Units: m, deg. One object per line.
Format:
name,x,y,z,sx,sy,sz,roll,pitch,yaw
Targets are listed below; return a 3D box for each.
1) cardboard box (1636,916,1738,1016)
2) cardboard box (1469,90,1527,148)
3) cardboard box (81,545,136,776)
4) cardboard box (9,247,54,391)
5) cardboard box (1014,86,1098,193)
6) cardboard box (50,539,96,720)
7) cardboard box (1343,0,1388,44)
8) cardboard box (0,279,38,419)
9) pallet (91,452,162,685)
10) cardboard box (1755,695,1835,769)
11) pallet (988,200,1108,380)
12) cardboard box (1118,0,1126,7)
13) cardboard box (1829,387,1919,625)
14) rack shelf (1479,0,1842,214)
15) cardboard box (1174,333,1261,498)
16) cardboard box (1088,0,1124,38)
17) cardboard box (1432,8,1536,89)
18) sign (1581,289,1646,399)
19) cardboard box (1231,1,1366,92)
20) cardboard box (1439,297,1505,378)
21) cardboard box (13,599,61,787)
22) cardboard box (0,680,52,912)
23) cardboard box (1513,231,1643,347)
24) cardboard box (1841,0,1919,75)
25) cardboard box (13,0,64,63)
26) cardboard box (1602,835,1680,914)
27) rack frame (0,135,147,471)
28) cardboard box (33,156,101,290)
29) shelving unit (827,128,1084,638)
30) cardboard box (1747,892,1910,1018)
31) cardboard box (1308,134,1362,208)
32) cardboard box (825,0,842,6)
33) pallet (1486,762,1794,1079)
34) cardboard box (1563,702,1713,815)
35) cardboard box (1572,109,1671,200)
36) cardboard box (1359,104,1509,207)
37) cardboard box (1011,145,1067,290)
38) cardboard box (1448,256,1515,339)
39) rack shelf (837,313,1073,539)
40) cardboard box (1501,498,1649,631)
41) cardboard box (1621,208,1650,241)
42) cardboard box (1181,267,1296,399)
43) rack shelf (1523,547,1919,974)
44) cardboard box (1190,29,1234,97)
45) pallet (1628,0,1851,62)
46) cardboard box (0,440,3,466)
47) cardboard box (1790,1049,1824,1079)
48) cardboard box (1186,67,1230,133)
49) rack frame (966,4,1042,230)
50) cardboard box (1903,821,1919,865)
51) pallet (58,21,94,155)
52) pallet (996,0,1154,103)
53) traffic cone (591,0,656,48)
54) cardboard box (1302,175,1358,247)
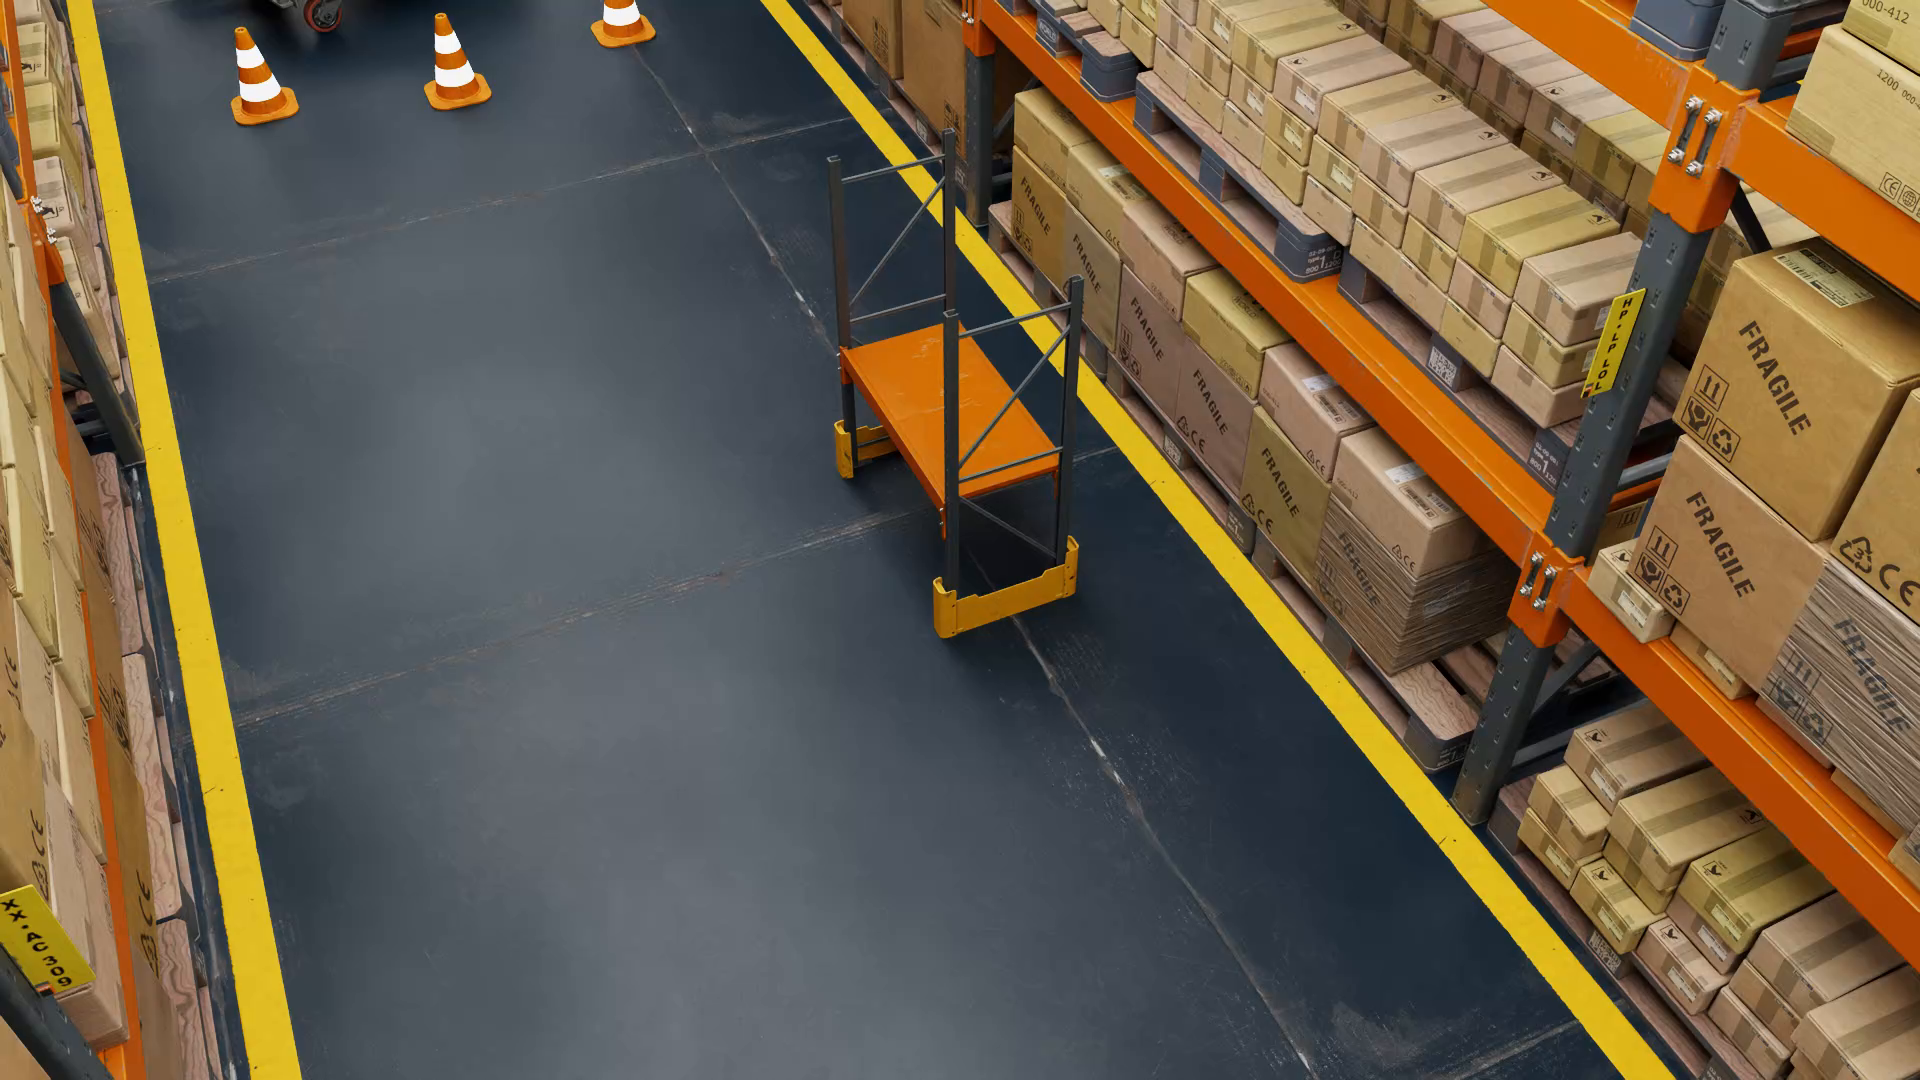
cardboard box,2.316,1.246,5.082,0.380,0.149,0.250,-18,47,-18
cardboard box,1.997,-1.477,5.779,0.380,0.149,0.250,-16,47,-16
cardboard box,-3.354,0.360,5.463,0.875,0.875,0.875,-17,47,-17
cardboard box,-3.263,-0.661,5.392,0.500,0.250,0.500,-17,47,-17
cardboard box,0.579,-1.823,7.409,0.500,0.250,0.500,-20,48,-19
cardboard box,-2.624,0.302,4.415,0.500,0.250,0.500,-18,48,-18
cardboard box,1.674,-1.972,6.281,0.380,0.149,0.250,-17,47,-16
cardboard box,-3.053,-0.526,4.899,0.500,0.250,0.500,-19,48,-18
pallet,-3.677,0.236,6.361,1.003,0.211,1.213,-18,47,-17
cardboard box,2.348,0.405,4.383,0.380,0.149,0.250,-20,48,-19
pallet,0.836,-1.317,7.934,1.003,0.211,1.213,-18,47,-17
cardboard box,0.761,-2.265,6.578,0.380,0.149,0.250,-19,48,-19
cardboard box,2.391,-0.071,3.691,0.500,0.500,0.500,-19,48,-19
rack shelf,1.349,-2.345,5.367,1.077,0.370,4.000,-18,47,-17
cardboard box,1.223,-0.571,6.673,0.500,0.500,0.500,-19,48,-18
cardboard box,0.740,-2.180,6.704,0.380,0.149,0.250,-16,47,-15
cardboard box,1.897,-1.741,5.835,0.380,0.149,0.250,-16,47,-16
sign,1.688,-0.505,4.301,0.100,0.325,0.005,-18,47,-17
cardboard box,1.183,-1.731,5.825,0.380,0.149,0.250,-19,48,-18
cardboard box,1.734,-0.679,5.182,0.380,0.149,0.250,-18,47,-17
cardboard box,-2.432,0.455,3.904,0.500,0.250,0.500,-17,47,-17
cardboard box,-2.183,0.511,3.314,0.500,0.500,0.500,-18,47,-17
cardboard box,1.844,-0.729,4.809,0.380,0.149,0.250,-16,47,-16
cardboard box,2.175,-1.073,3.317,0.500,0.250,0.500,-17,47,-16
cardboard box,-5.399,-2.711,8.934,0.950,0.372,0.625,-17,47,-17
cardboard box,2.240,0.961,5.159,0.380,0.149,0.250,-18,47,-17
rack frame,-3.940,-1.281,5.913,1.000,3.000,0.127,-18,47,-17
cardboard box,-4.486,-1.326,7.530,0.950,0.372,0.625,-19,48,-18
shelving unit,-0.032,-0.582,6.272,0.587,1.500,1.083,-18,47,-17
cardboard box,2.491,1.175,4.731,0.380,0.149,0.250,-19,48,-18
cardboard box,1.403,-1.285,5.585,0.380,0.149,0.250,-20,48,-19
cardboard box,-0.429,-3.720,9.688,1.050,0.750,0.750,-18,47,-17
pallet,2.505,1.152,5.433,1.003,0.211,1.213,-18,47,-17
cardboard box,2.147,0.676,5.237,0.380,0.149,0.250,-16,47,-16
cardboard box,2.214,-1.257,5.345,0.380,0.149,0.250,-18,47,-17
cardboard box,1.513,-1.232,5.319,0.380,0.149,0.250,-18,47,-18
cardboard box,0.574,-1.541,7.657,0.500,0.500,0.500,-20,48,-19
cardboard box,1.732,-0.787,5.080,0.380,0.149,0.250,-18,47,-17
rack shelf,-0.036,-0.460,6.405,0.538,0.185,1.000,-18,47,-17
cardboard box,2.120,-0.068,6.164,0.500,0.500,0.500,-16,47,-16
cardboard box,2.331,-0.976,5.272,0.380,0.149,0.250,-19,48,-18
cardboard box,1.209,-0.849,6.422,0.500,0.250,0.500,-20,48,-19
rack shelf,3.031,1.272,3.837,1.077,0.370,4.000,-18,47,-17
cardboard box,1.072,-1.786,6.093,0.380,0.149,0.250,-18,48,-18
pallet,2.027,-1.684,4.319,1.213,0.211,1.003,-18,47,-17
cardboard box,-2.853,-0.453,4.290,0.500,0.500,0.500,-19,48,-18
cardboard box,2.581,1.461,4.653,0.380,0.149,0.250,-16,47,-16
cardboard box,1.073,-1.679,6.195,0.380,0.149,0.250,-17,47,-17
rack frame,0.508,-2.808,7.460,1.000,3.000,0.127,-18,47,-17
cardboard box,2.564,0.635,3.688,0.500,0.500,0.500,-19,48,-18
pallet,-5.293,-2.342,8.973,1.003,0.211,1.213,-18,47,-17
pallet,0.905,-2.317,7.099,1.213,0.211,1.003,-18,47,-17
traffic cone,-1.980,-3.153,9.616,0.336,0.463,0.334,-18,47,-17
cardboard box,1.404,-1.173,5.683,0.380,0.149,0.250,-20,48,-19
